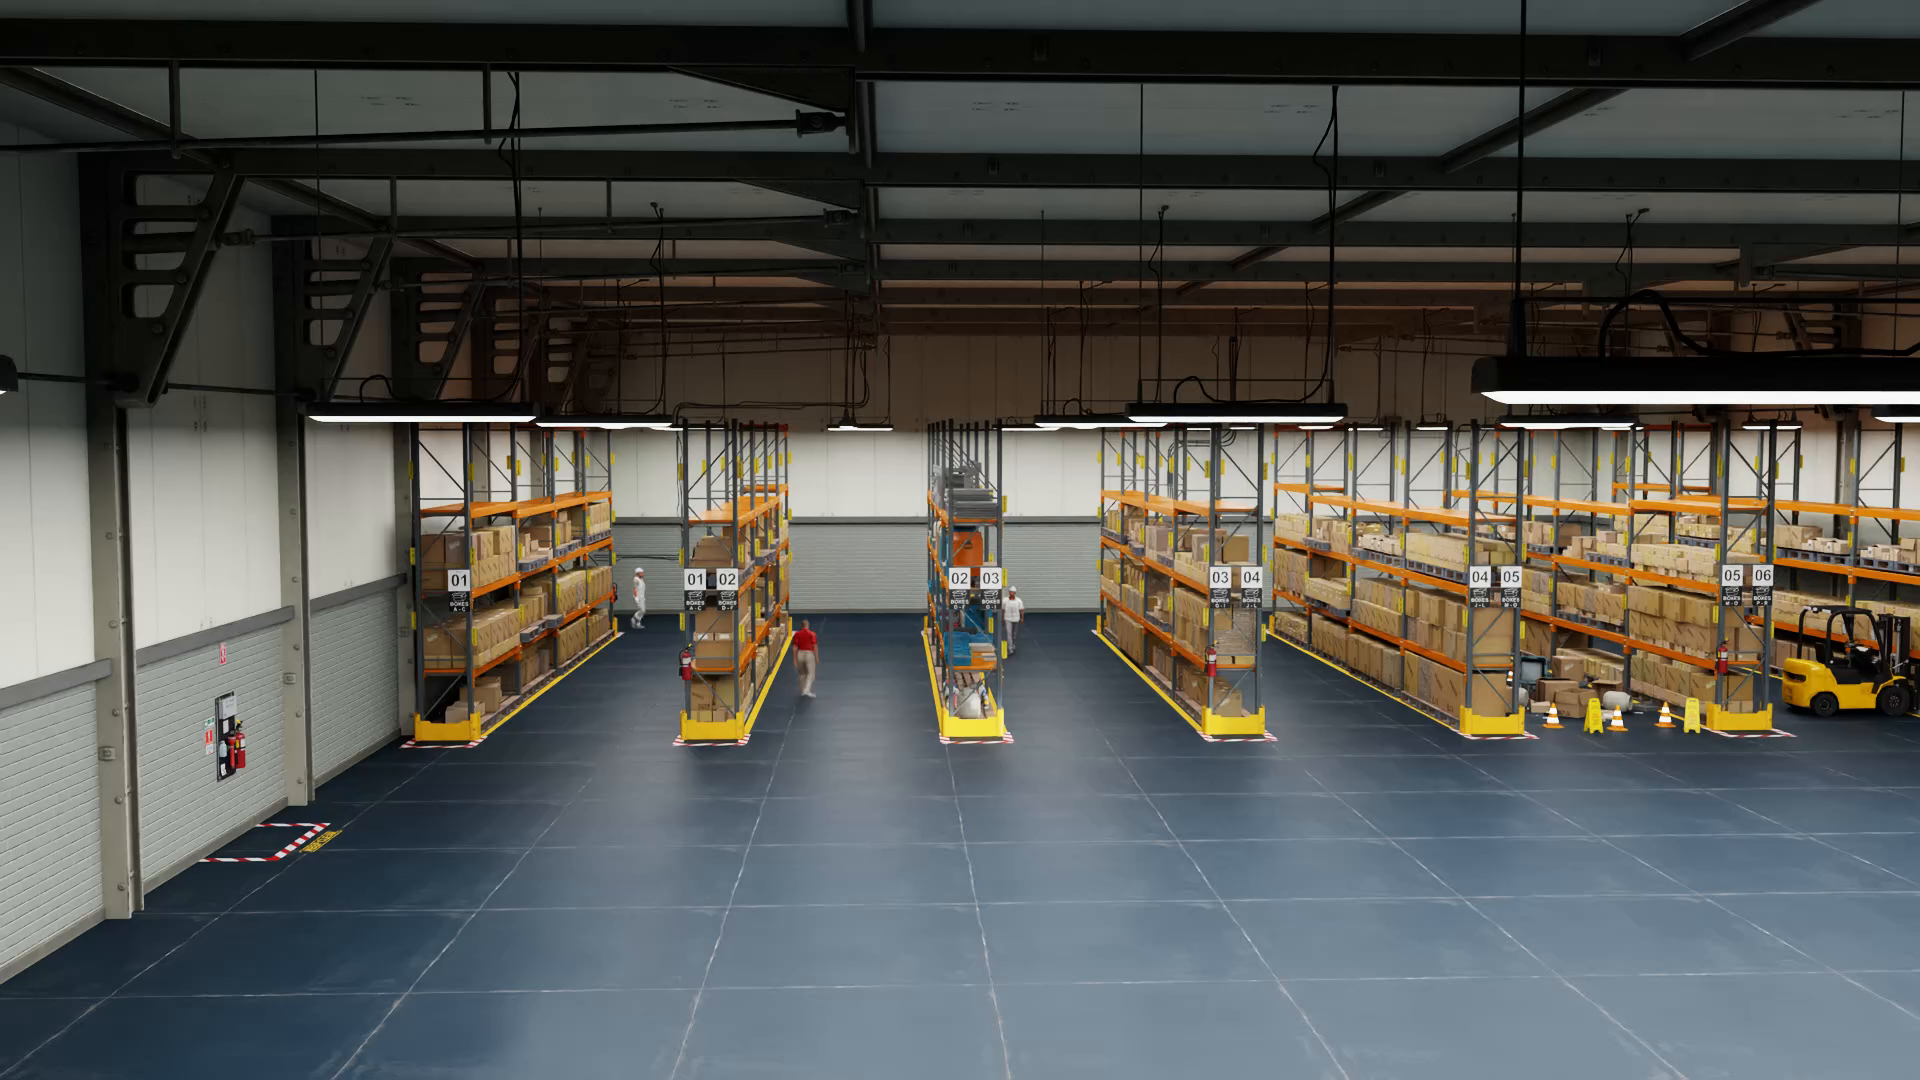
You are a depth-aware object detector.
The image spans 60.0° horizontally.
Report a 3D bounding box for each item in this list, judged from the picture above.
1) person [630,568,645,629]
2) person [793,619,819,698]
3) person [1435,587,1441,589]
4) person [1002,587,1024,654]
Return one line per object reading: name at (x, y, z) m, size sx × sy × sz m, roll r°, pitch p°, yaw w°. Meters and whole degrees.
person at (-9.382, 1.706, 48.523) m, size 0.433 × 1.789 × 0.584 m, roll 0°, pitch 4°, yaw 0°
person at (-3.321, 2.565, 35.921) m, size 0.608 × 1.698 × 0.944 m, roll 1°, pitch 4°, yaw 14°
person at (14.514, 1.649, 49.960) m, size 1.034 × 1.754 × 0.555 m, roll -1°, pitch 4°, yaw -9°
person at (1.375, 2.080, 43.329) m, size 0.584 × 1.711 × 1.081 m, roll 0°, pitch 4°, yaw -5°
